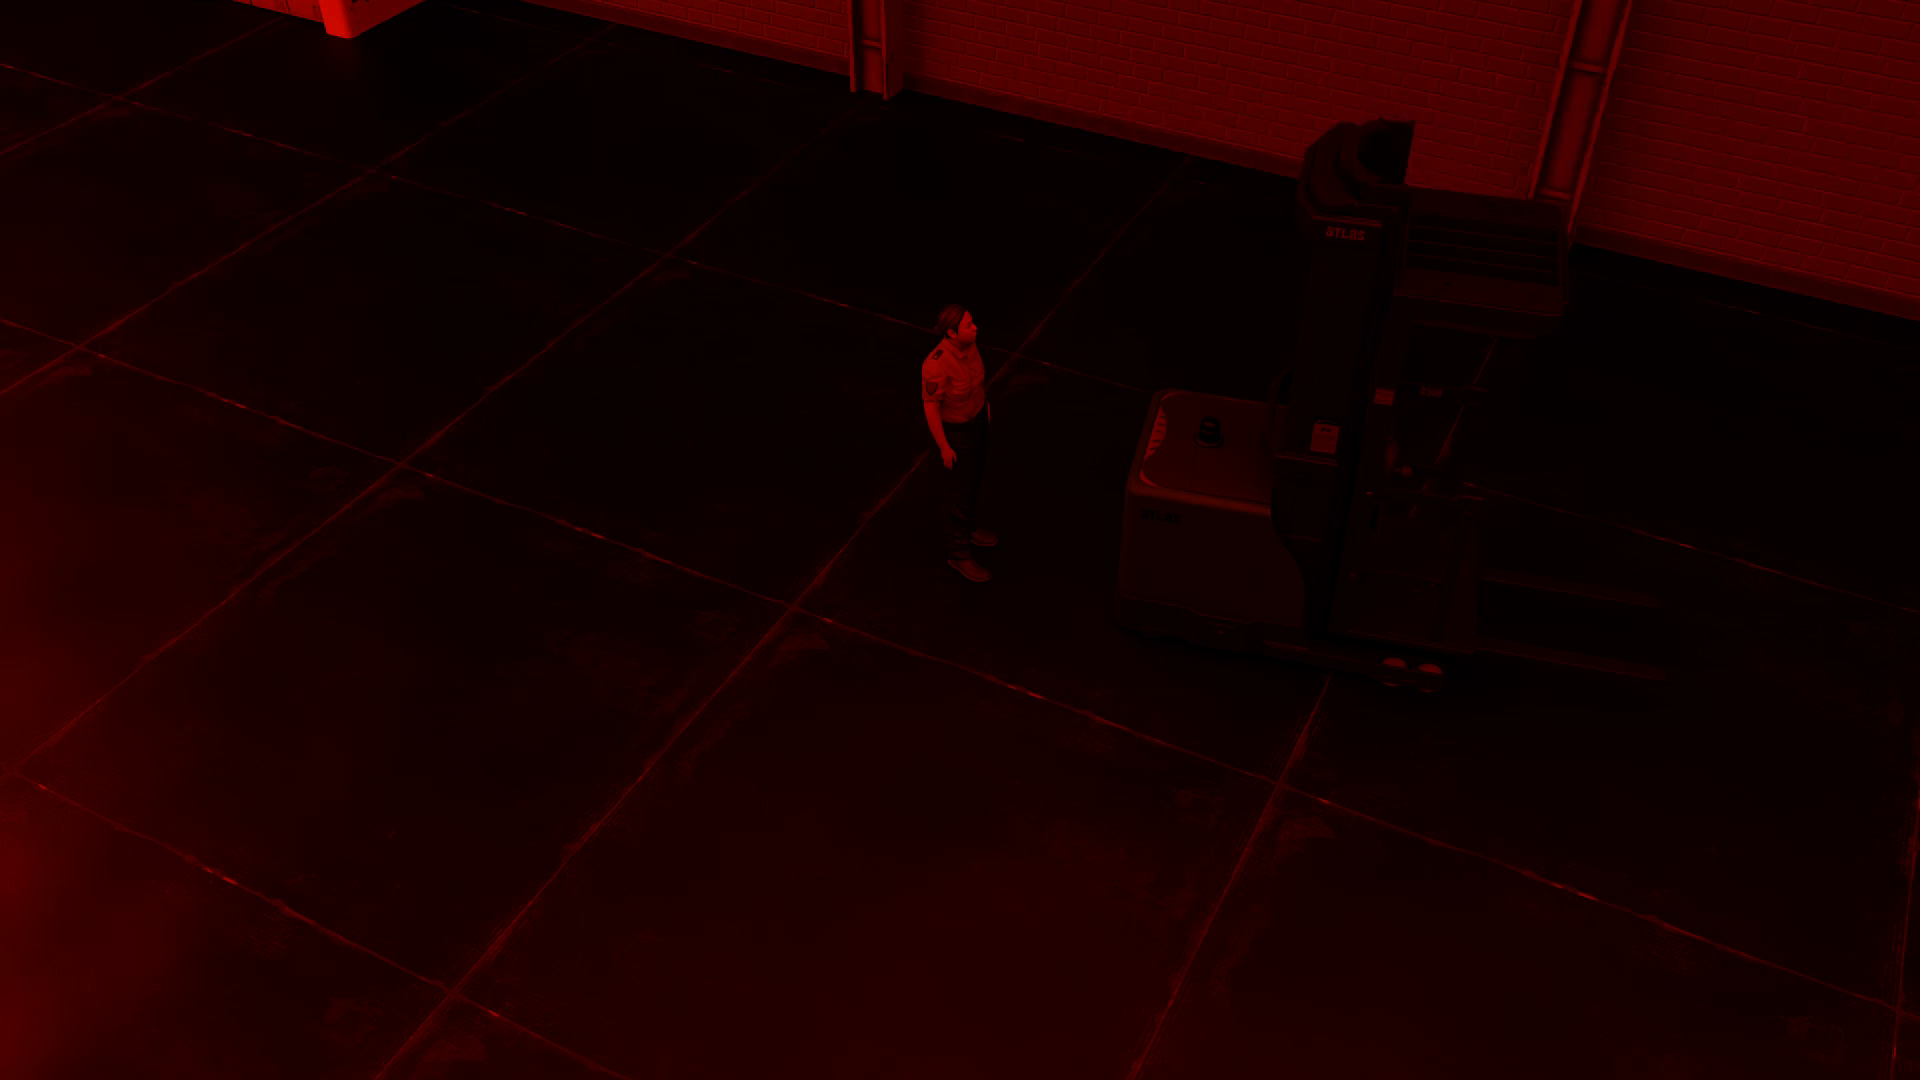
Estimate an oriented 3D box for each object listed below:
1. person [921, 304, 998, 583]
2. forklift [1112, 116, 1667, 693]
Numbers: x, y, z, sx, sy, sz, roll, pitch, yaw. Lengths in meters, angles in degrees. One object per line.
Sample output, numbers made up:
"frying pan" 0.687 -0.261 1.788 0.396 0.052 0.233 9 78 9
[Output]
"person" 0.069 -0.593 9.683 0.503 1.640 0.599 18 43 21
"forklift" 2.457 -0.651 8.760 3.031 2.935 1.130 10 41 11
